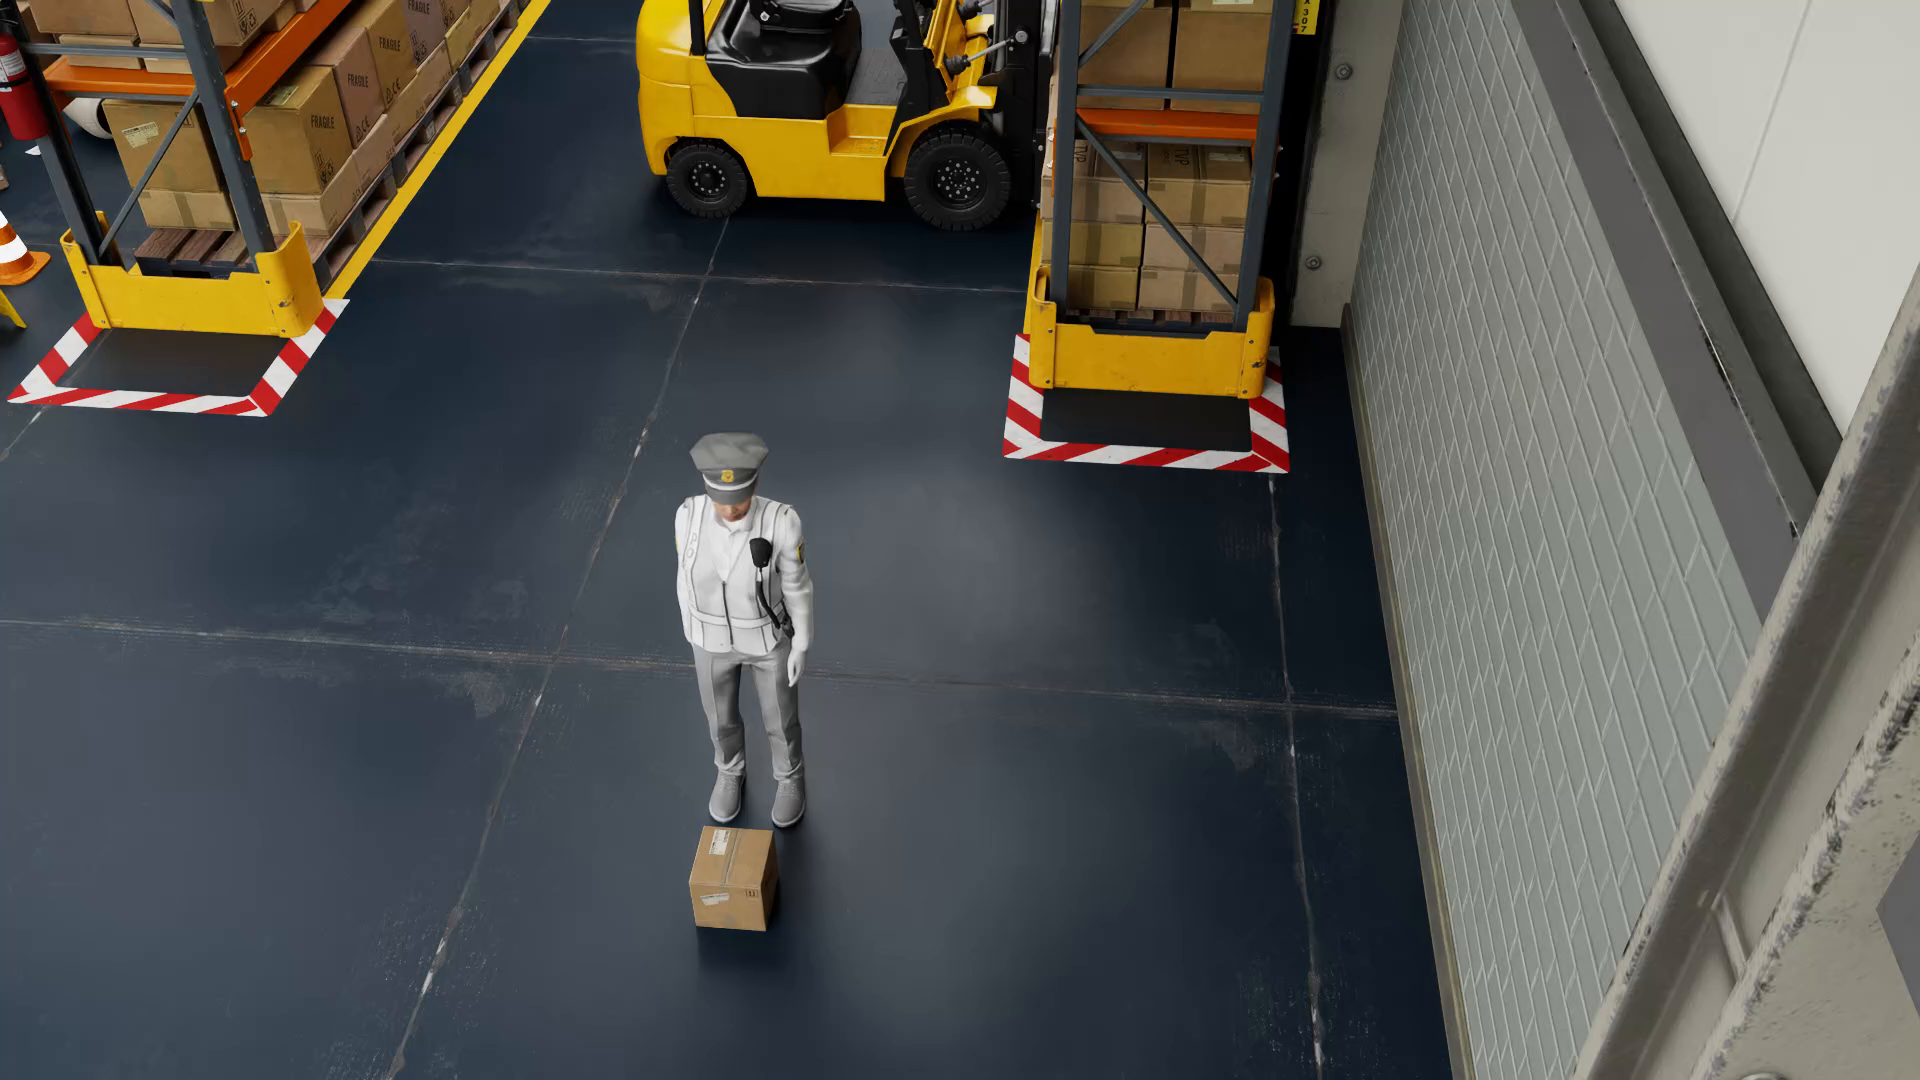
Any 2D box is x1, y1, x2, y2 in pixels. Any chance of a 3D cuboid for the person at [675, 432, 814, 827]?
[{"bbox_3d":[-0.733,0.351,5.747,0.469,1.665,0.329,4,40,5],"label":"person"}]
